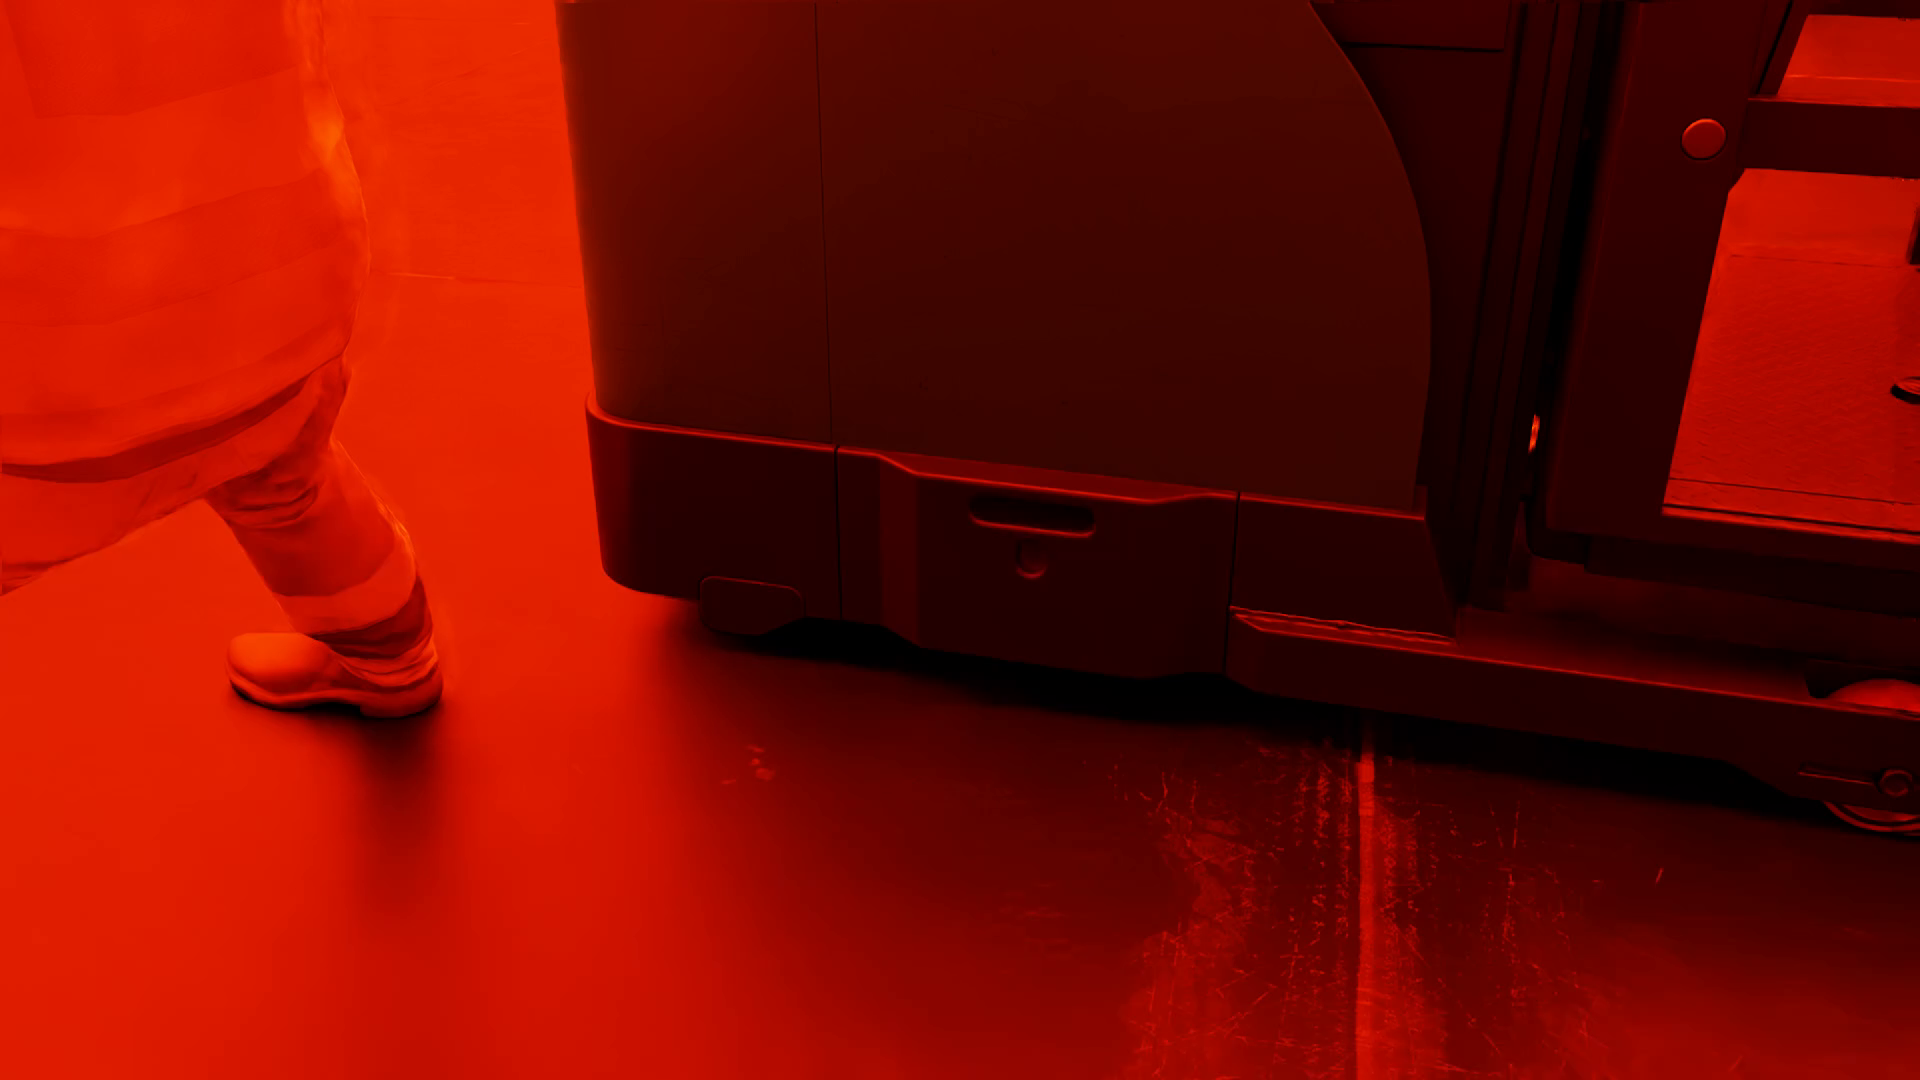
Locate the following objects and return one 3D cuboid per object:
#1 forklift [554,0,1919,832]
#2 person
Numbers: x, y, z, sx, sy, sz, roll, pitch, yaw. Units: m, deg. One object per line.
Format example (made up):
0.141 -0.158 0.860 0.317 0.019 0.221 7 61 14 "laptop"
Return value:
1.084 -1.227 1.677 3.031 2.935 1.130 7 28 14 "forklift"
-0.806 -0.218 1.195 0.848 1.566 1.301 12 29 23 "person"
